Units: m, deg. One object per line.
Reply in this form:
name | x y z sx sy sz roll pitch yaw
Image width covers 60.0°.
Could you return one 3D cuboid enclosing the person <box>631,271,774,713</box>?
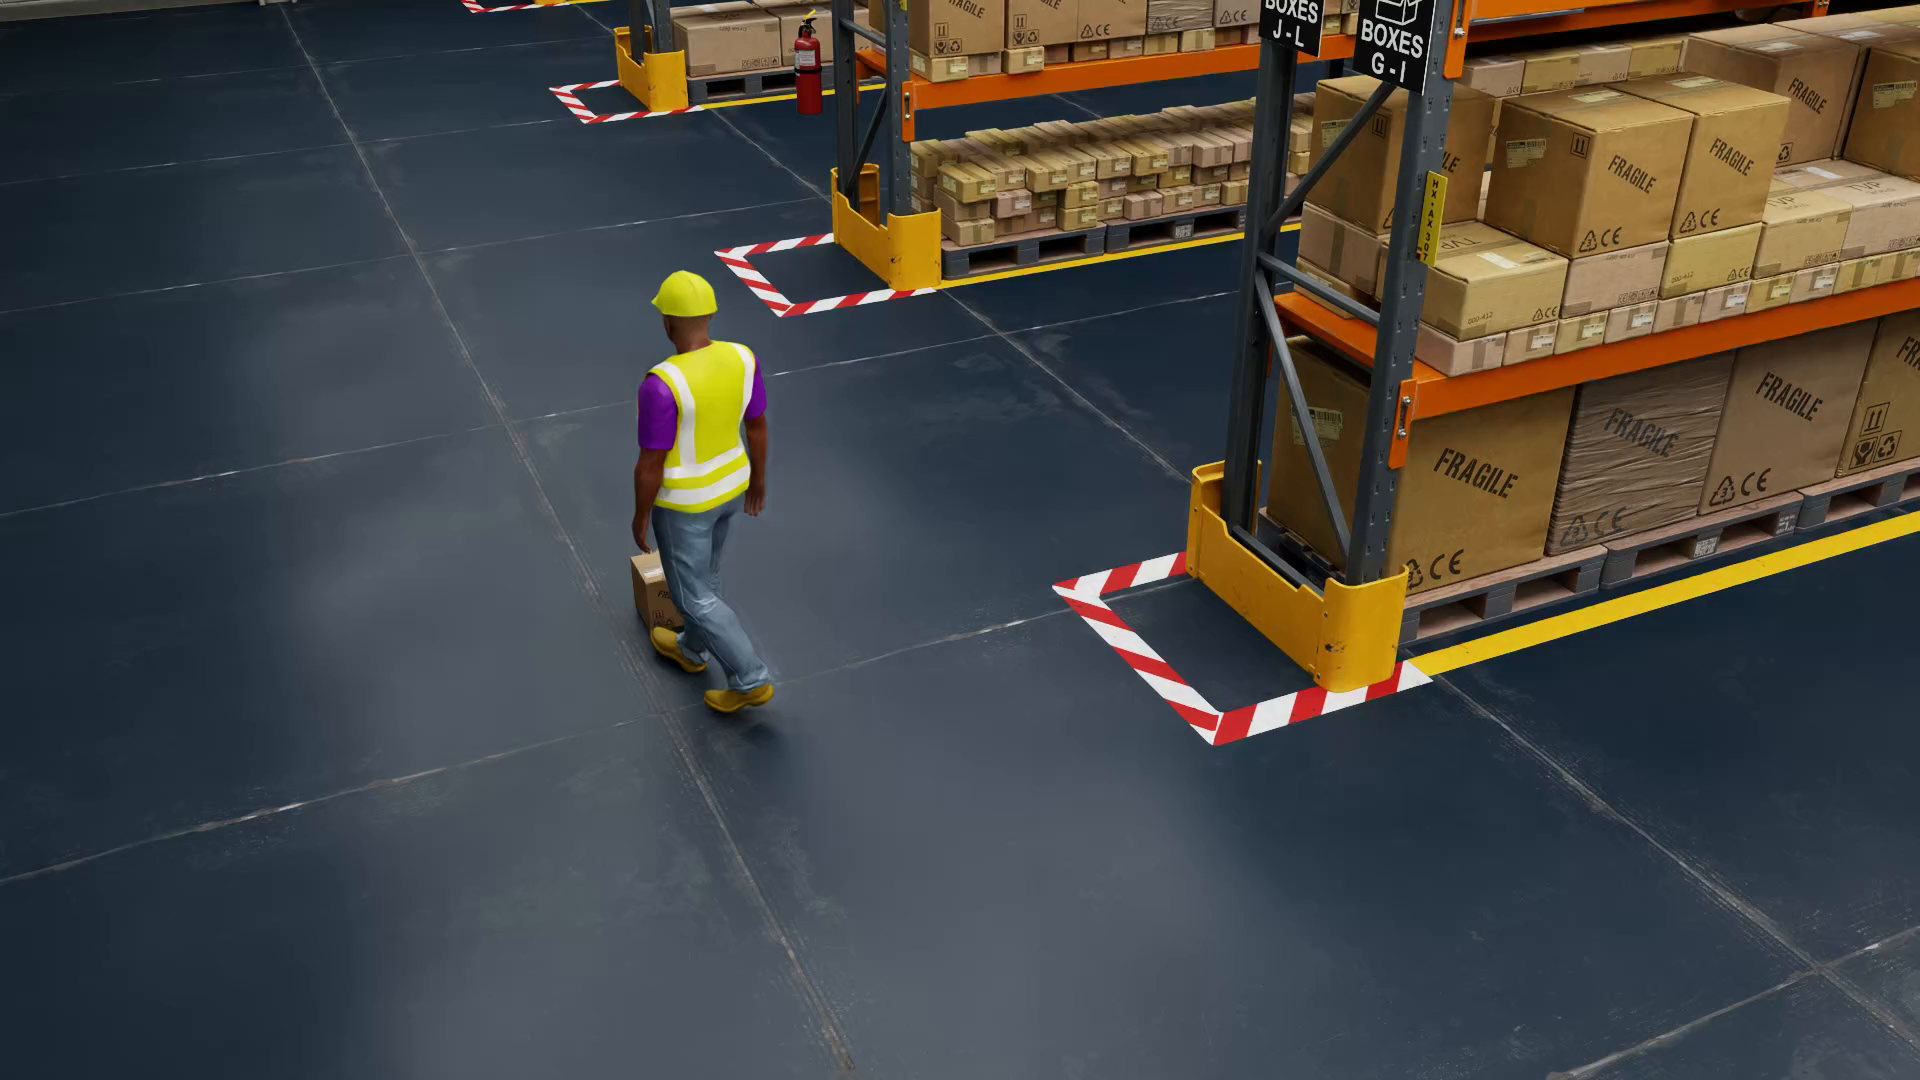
person | -1.017 -0.181 6.426 0.770 1.770 0.588 18 34 29
